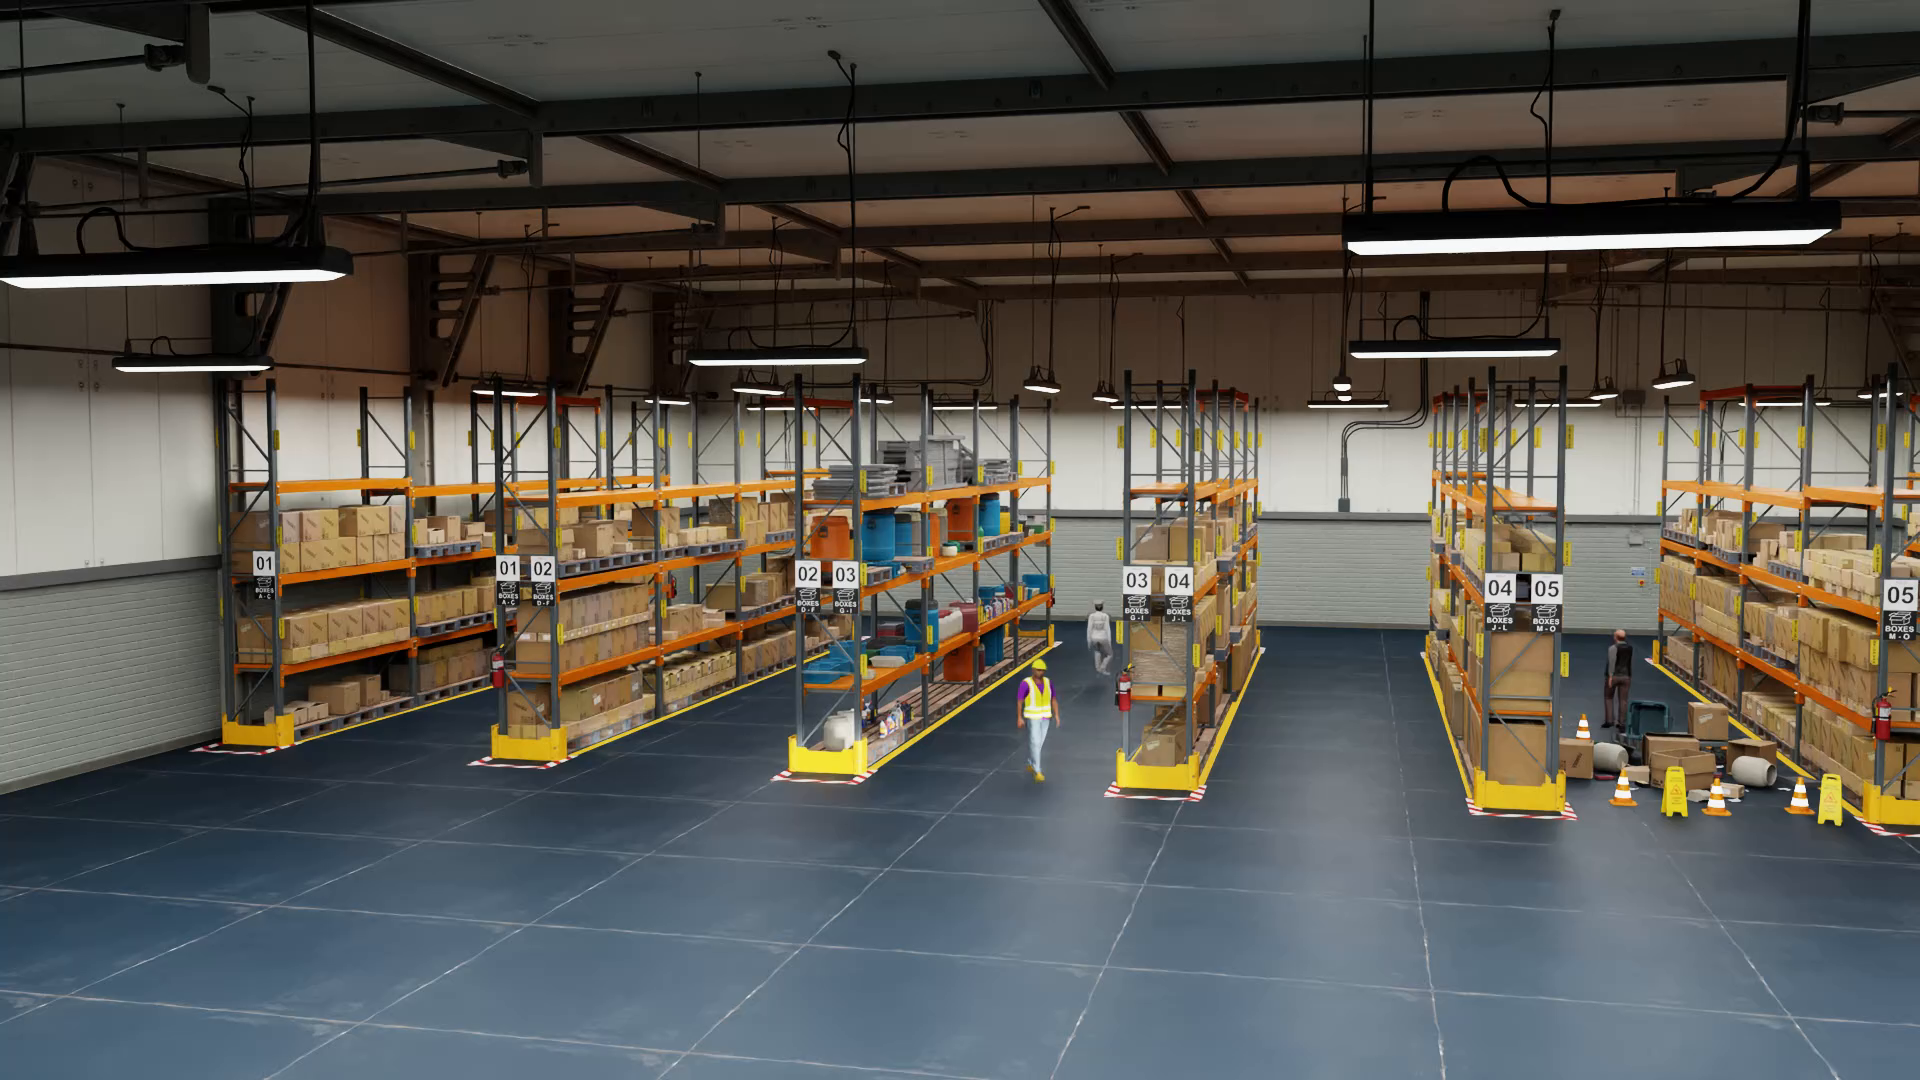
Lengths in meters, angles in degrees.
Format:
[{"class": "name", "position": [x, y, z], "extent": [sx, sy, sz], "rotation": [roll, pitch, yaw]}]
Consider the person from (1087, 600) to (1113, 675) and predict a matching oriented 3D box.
[{"class": "person", "position": [2.854, 1.979, 33.951], "extent": [0.522, 1.513, 0.636], "rotation": [1, 4, 18]}]

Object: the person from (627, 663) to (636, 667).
[{"class": "person", "position": [-7.251, 1.927, 36.708], "extent": [0.529, 1.727, 1.094], "rotation": [1, 3, 11]}]

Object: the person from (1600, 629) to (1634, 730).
[{"class": "person", "position": [11.434, 2.444, 28.807], "extent": [0.514, 1.766, 0.613], "rotation": [0, 3, 8]}]

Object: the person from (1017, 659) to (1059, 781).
[{"class": "person", "position": [1.186, 2.636, 24.626], "extent": [0.588, 1.727, 0.883], "rotation": [-2, 4, -31]}]
